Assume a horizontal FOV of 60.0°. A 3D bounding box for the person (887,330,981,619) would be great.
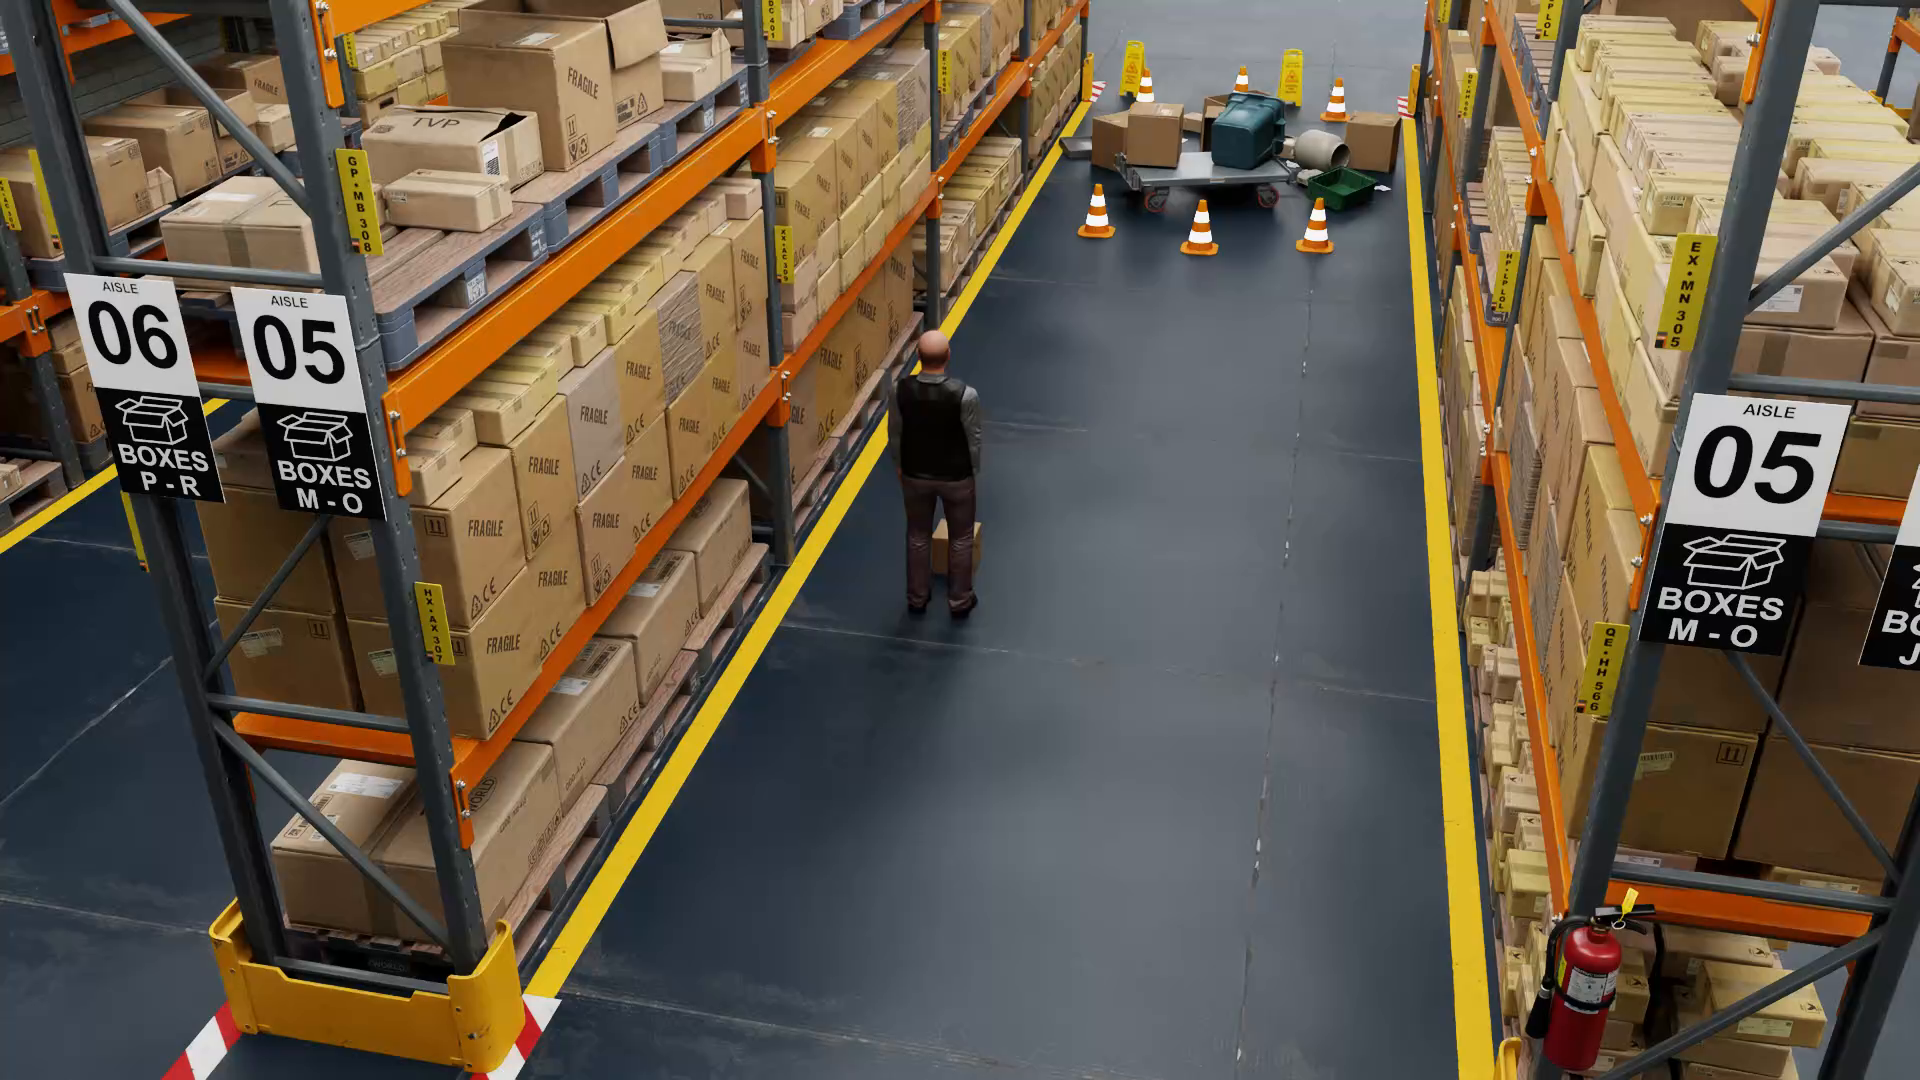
[{"bbox_3d":[-0.139,-0.365,9.330,0.534,1.714,0.357,6,29,12],"label":"person"}]
